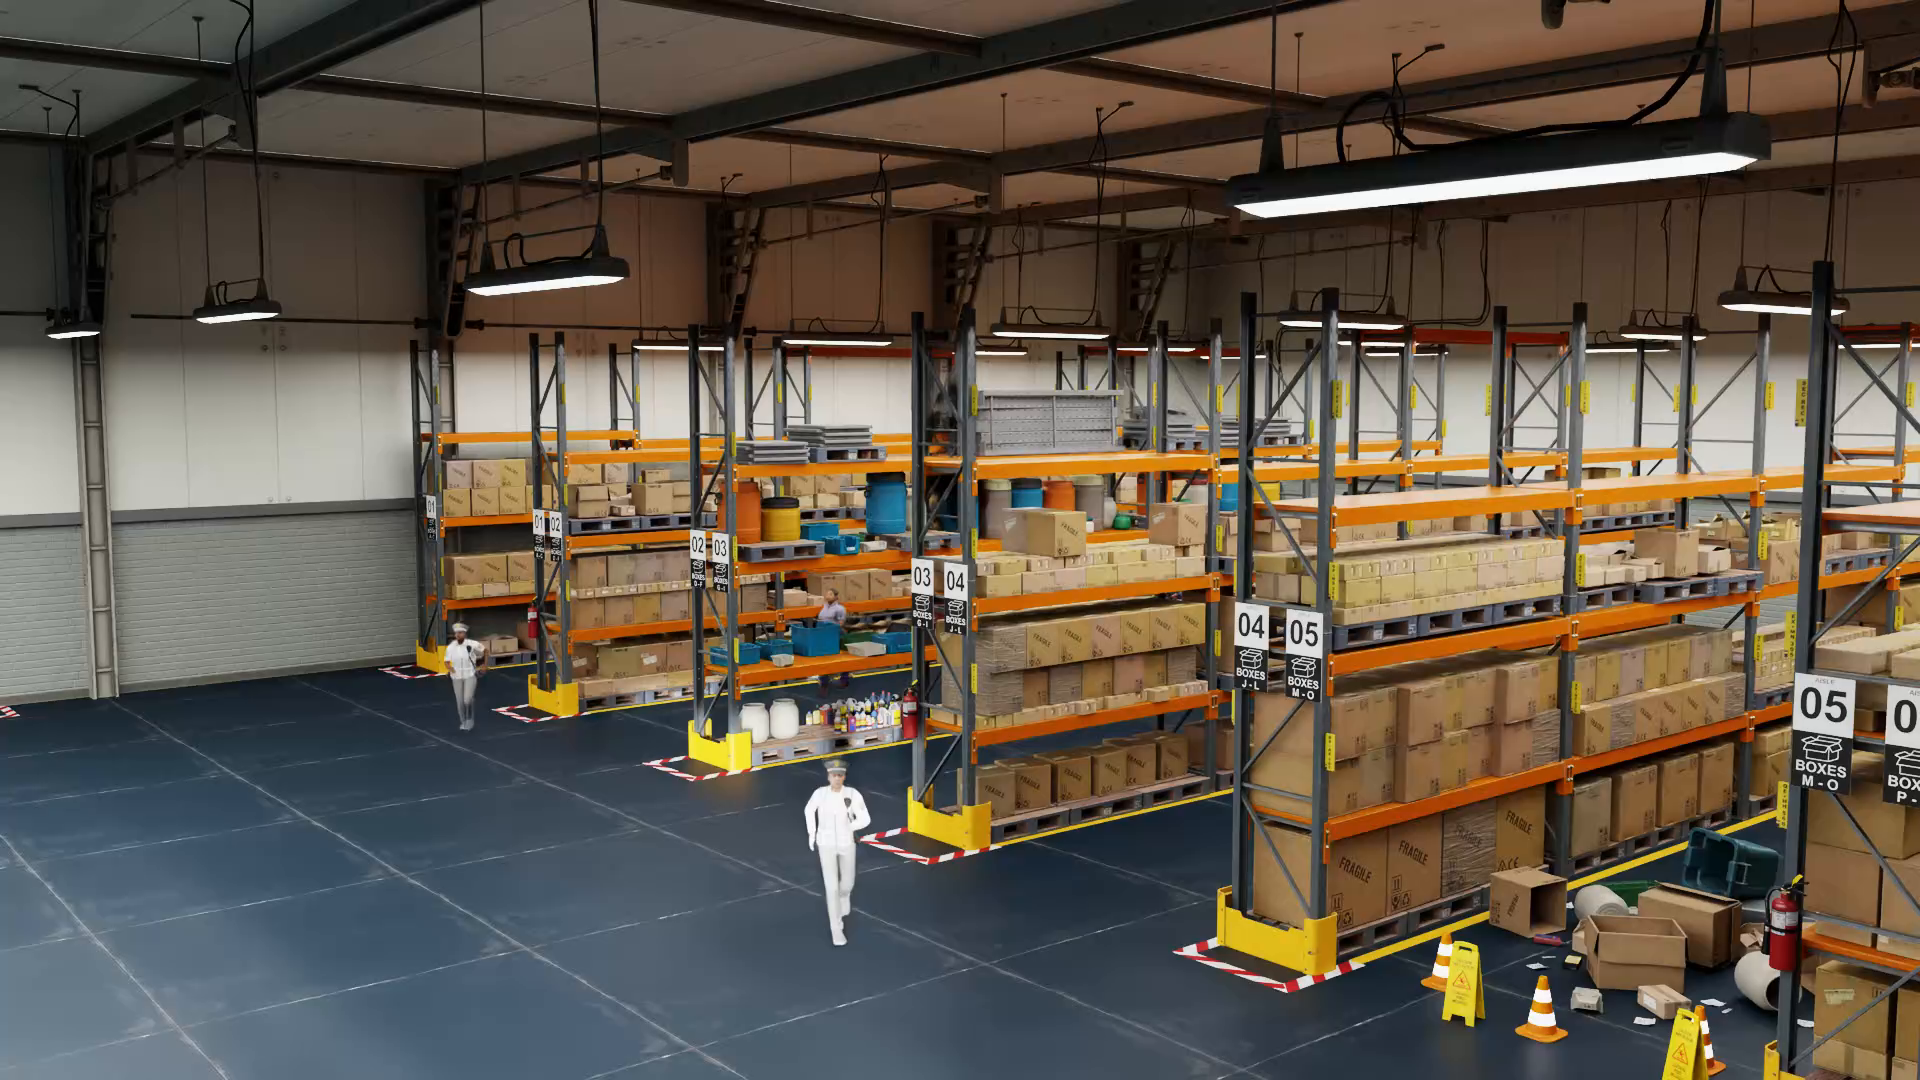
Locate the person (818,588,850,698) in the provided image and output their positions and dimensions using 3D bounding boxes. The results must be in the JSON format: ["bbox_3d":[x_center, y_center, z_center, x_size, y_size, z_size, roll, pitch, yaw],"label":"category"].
[{"bbox_3d":[-2.056,1.640,26.472,0.574,1.759,0.683,3,6,33],"label":"person"}]

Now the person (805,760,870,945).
[{"bbox_3d":[-1.151,2.865,15.640,0.614,1.674,0.879,0,5,-5],"label":"person"}]

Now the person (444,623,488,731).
[{"bbox_3d":[-7.329,2.042,24.646,0.594,1.651,0.786,0,5,-3],"label":"person"}]
